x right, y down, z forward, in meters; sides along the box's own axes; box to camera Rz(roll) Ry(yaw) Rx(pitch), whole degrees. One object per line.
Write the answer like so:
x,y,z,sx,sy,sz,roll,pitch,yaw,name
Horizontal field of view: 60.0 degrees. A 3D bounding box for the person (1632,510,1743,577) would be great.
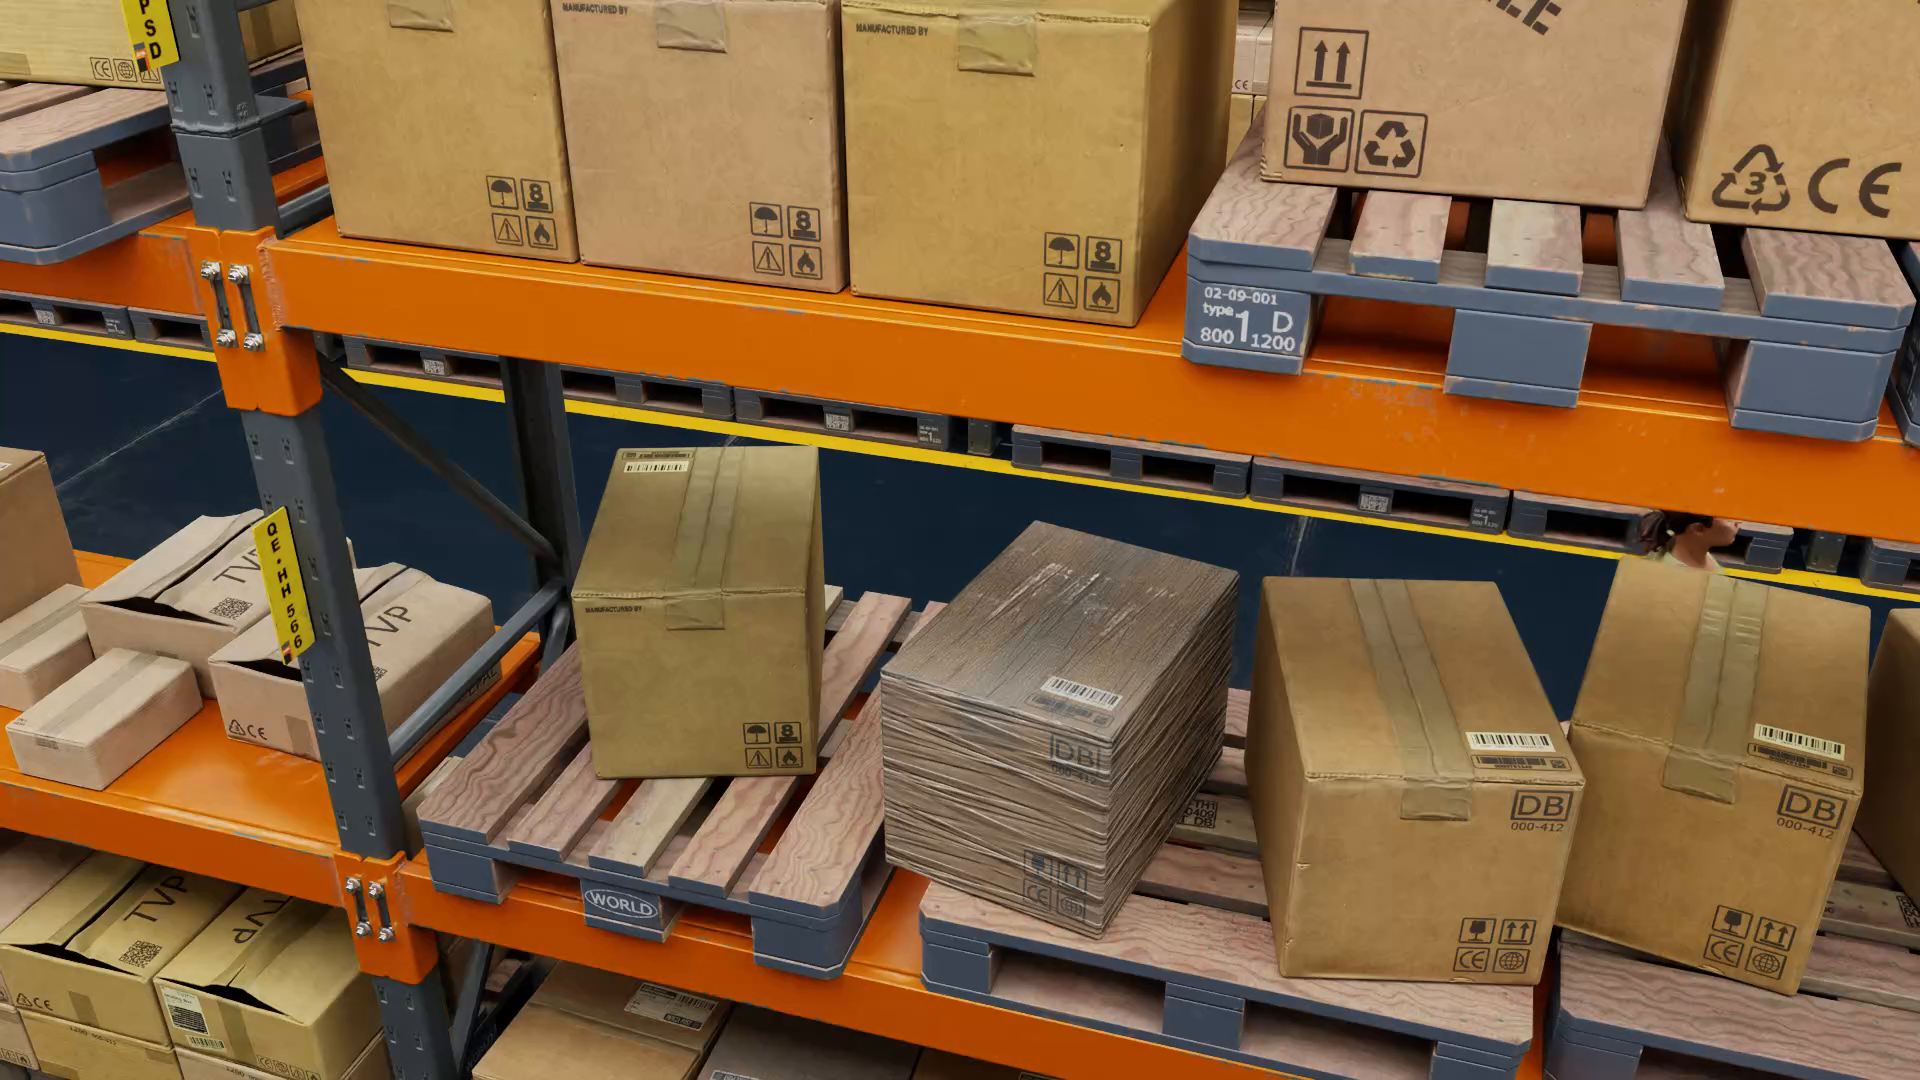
2.162,0.504,5.217,0.798,1.642,0.446,10,31,18,person
